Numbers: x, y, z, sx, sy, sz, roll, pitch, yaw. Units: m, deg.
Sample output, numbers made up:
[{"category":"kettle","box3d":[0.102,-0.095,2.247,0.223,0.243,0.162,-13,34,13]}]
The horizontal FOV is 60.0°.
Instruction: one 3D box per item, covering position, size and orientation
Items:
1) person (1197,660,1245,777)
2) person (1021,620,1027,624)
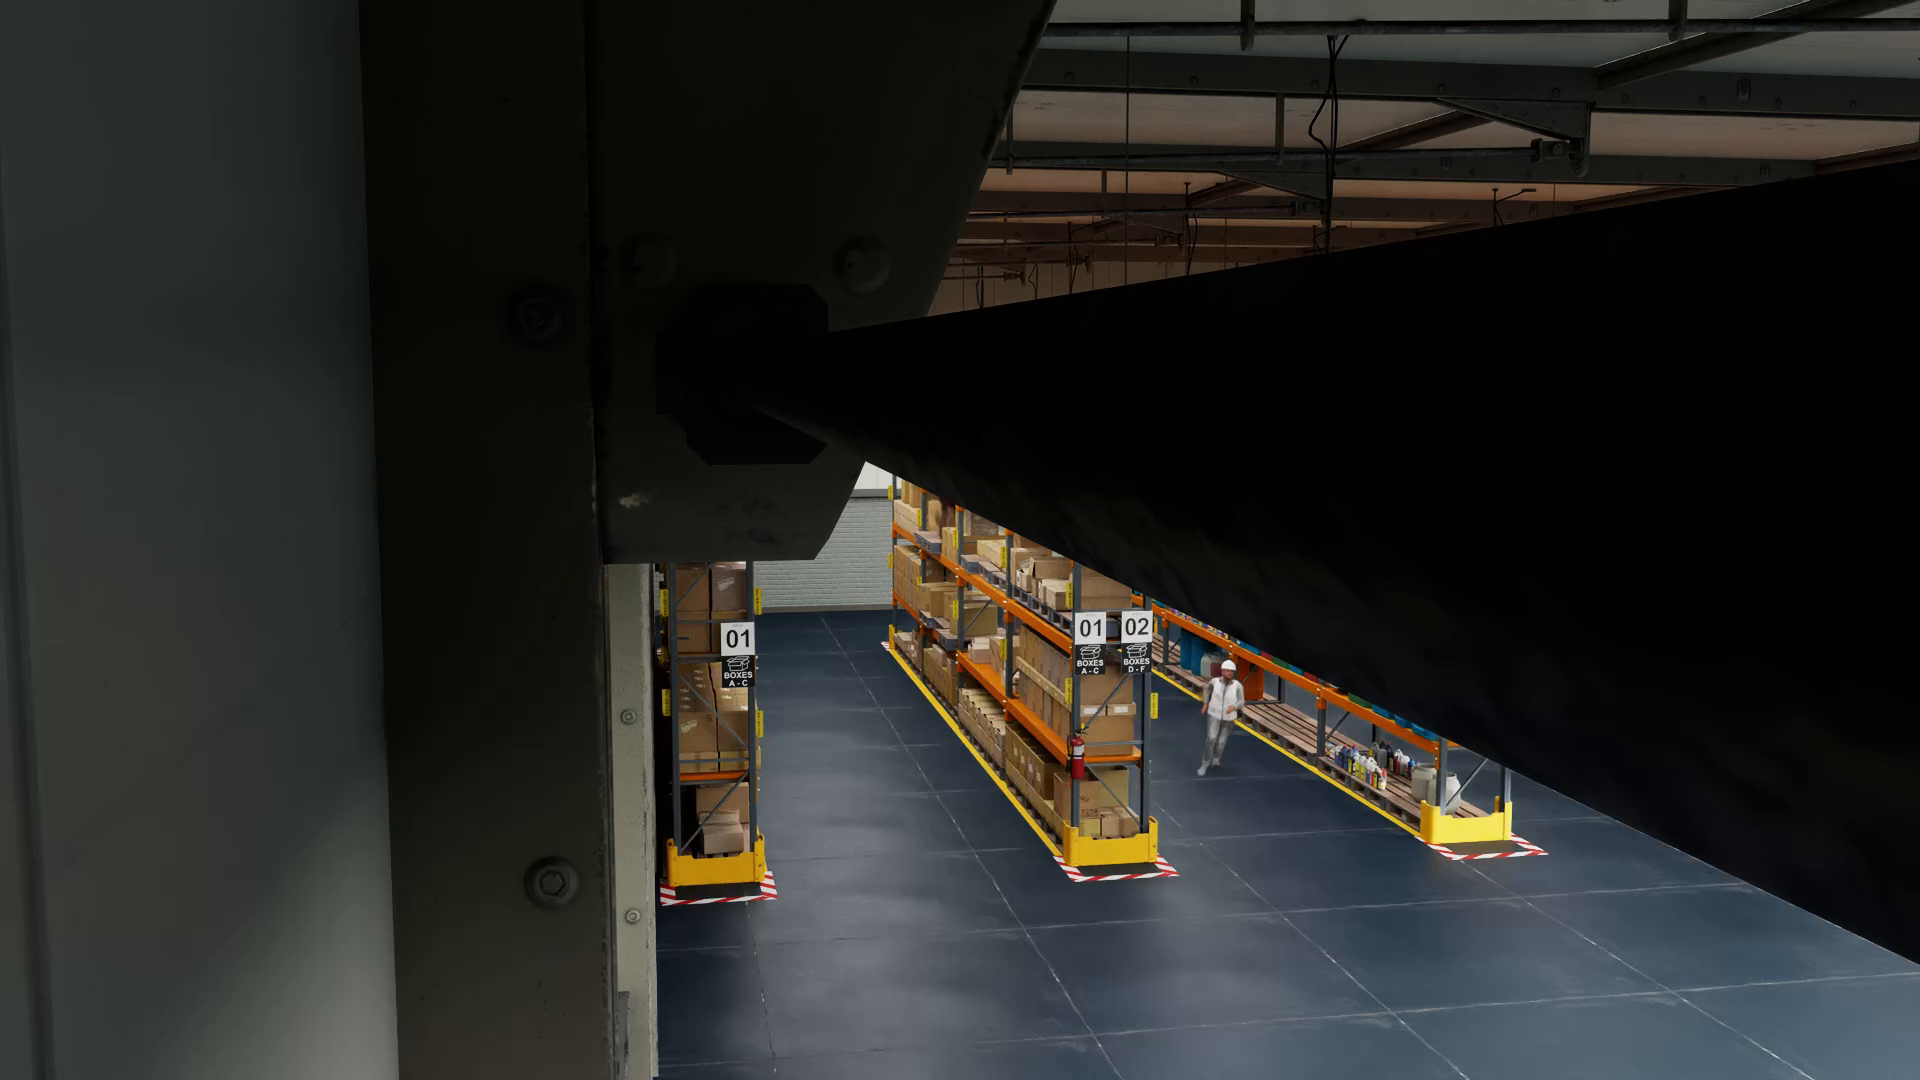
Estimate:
[{"category":"person","box3d":[3.993,2.694,25.468,0.716,1.745,0.833,1,6,6]},{"category":"person","box3d":[1.457,1.702,35.902,0.598,1.505,0.834,-2,7,-21]}]
